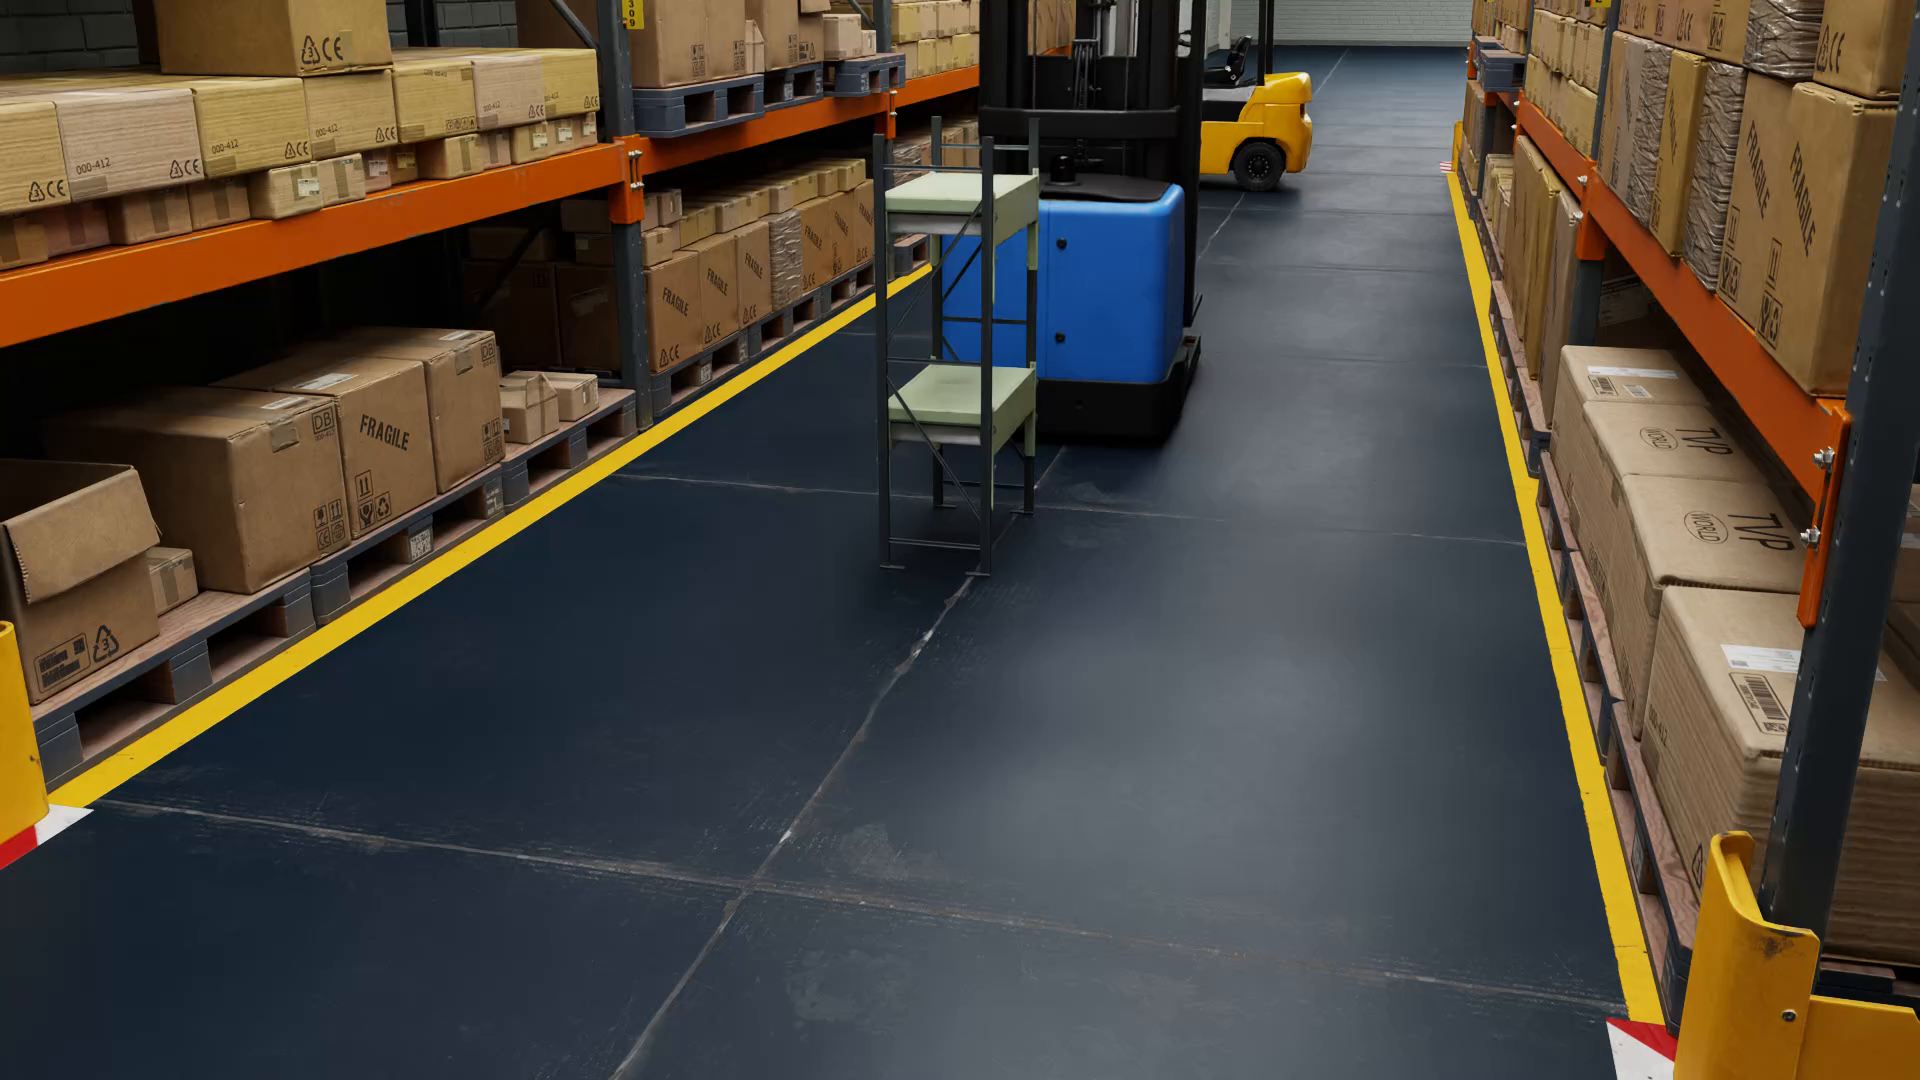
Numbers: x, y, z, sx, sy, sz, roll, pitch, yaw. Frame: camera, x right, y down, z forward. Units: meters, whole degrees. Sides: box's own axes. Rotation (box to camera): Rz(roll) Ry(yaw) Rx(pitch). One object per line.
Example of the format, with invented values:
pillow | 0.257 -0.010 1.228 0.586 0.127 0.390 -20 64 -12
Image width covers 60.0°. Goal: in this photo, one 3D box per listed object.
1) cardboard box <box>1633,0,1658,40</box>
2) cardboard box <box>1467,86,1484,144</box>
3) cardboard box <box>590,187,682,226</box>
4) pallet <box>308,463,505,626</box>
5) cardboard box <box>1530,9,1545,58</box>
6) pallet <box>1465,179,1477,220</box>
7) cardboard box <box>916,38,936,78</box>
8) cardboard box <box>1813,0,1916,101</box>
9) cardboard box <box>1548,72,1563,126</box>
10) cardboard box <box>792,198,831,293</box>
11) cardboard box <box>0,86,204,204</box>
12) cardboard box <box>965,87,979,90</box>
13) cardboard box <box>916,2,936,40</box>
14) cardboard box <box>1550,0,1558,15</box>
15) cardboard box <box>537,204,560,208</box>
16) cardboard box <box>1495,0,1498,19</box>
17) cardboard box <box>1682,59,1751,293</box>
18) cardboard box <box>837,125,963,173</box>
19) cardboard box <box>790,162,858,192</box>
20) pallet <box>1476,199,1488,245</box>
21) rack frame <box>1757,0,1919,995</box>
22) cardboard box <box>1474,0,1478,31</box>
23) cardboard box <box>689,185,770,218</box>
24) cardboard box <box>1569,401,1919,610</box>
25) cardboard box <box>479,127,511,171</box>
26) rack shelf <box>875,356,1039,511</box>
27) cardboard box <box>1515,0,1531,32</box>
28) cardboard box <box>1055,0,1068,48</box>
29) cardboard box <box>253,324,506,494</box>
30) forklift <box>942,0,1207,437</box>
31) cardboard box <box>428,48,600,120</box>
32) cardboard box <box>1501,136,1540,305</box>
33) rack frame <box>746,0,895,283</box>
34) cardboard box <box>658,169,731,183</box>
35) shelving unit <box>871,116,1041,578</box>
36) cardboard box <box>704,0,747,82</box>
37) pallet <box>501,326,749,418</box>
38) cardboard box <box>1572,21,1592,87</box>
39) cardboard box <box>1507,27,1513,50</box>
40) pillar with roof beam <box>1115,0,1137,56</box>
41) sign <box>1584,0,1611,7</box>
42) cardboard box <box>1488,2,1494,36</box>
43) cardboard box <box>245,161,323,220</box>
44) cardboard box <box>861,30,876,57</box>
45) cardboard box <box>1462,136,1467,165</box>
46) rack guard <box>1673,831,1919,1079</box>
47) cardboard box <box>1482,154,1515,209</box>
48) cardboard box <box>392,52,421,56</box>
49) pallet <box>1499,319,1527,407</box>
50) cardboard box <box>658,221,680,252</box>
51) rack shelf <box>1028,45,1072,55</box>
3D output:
cardboard box | 2.410 -1.808 5.138 0.500 0.500 0.500 4 19 13
cardboard box | 5.098 -4.030 15.788 0.500 0.500 0.500 5 19 14
cardboard box | -1.561 -1.606 8.003 0.380 0.149 0.250 4 19 11
pallet | -2.389 -0.048 6.001 1.003 0.211 1.213 5 19 13
cardboard box | 3.504 -2.855 9.365 0.500 0.250 0.500 5 19 13
pallet | 4.975 -2.976 14.575 1.003 0.211 1.213 5 19 13
cardboard box | -0.473 -3.426 11.809 0.500 0.250 0.500 4 19 12
cardboard box | 1.800 -1.012 2.808 0.500 0.500 0.500 5 20 15
cardboard box | 3.145 -2.143 8.054 0.500 0.250 0.500 5 19 13
cardboard box | -1.099 -1.766 9.934 0.500 0.500 0.500 6 20 16
cardboard box | -2.406 -1.061 4.425 0.500 0.250 0.500 5 19 14
cardboard box | 0.073 -4.174 15.824 0.500 0.250 0.500 4 19 13
cardboard box | -0.478 -3.662 11.727 0.500 0.250 0.500 5 20 15
cardboard box | 3.257 -2.897 8.327 0.500 0.500 0.500 5 20 15
cardboard box | -1.966 -1.669 8.647 0.380 0.149 0.250 4 19 11
cardboard box | 4.331 -4.188 12.544 0.500 0.500 0.500 5 19 14
cardboard box | 2.028 -0.859 3.907 0.500 0.500 0.500 5 20 15
cardboard box | -0.465 -2.906 13.078 0.875 0.625 0.625 4 19 11
cardboard box | -0.858 -2.280 10.435 0.380 0.149 0.250 4 19 11
pallet | 4.656 -2.519 13.236 1.003 0.211 1.213 5 19 13
rack frame | 1.910 -0.322 2.489 0.949 2.616 0.053 5 19 13
cardboard box | 5.314 -5.235 16.260 0.500 0.500 0.500 5 20 15
cardboard box | -1.282 -1.881 9.269 0.380 0.149 0.250 5 19 14
cardboard box | 2.415 -0.093 5.132 0.875 0.438 0.875 4 19 12
cardboard box | -1.930 -1.481 6.270 0.380 0.149 0.250 5 20 15
rack shelf | 0.002 -0.403 6.057 0.431 0.370 0.720 5 19 13
cardboard box | 3.709 -3.380 10.179 0.500 0.500 0.500 4 19 12
cardboard box | 0.770 -5.119 16.378 0.500 0.500 0.500 5 19 14
cardboard box | -2.160 -0.503 6.236 0.700 0.500 0.500 4 19 11
forklift | 0.685 -2.277 8.318 1.130 2.935 3.031 4 19 11
cardboard box | -1.812 -1.857 6.755 0.500 0.250 0.500 5 20 15
cardboard box | 3.618 -1.812 9.490 0.875 0.875 0.875 4 19 13
rack frame | -0.946 -3.220 10.974 1.000 3.000 0.127 5 19 13
cardboard box | -1.607 -2.160 10.086 0.380 0.149 0.250 4 19 11
shelving unit | 0.002 -0.712 5.951 0.431 1.500 0.755 5 19 13
cardboard box | -1.462 -2.508 8.086 0.700 0.500 0.500 5 19 14
pallet | -1.762 -0.904 8.509 1.003 0.211 1.213 5 19 13
cardboard box | 2.877 -2.055 7.023 0.500 0.250 0.500 5 20 15
cardboard box | 3.802 -3.281 10.891 0.380 0.149 0.250 4 19 11
pillar with roof beam | 7.070 -11.840 26.931 9.100 9.000 0.400 5 19 13
sign | 2.362 -2.125 6.101 0.100 0.325 0.005 5 19 13
cardboard box | 4.712 -4.430 13.901 0.500 0.500 0.500 4 19 12
cardboard box | -2.192 -1.075 5.082 0.380 0.149 0.250 4 19 12
cardboard box | -0.735 -3.063 10.255 0.380 0.149 0.250 5 19 14
cardboard box | 5.225 -3.844 16.404 0.500 0.250 0.500 5 20 15
rack guard | 1.907 0.869 2.870 1.175 0.500 0.348 5 19 13
cardboard box | 4.719 -2.873 13.375 0.950 0.372 0.625 5 19 14
cardboard box | -2.422 -1.744 6.425 0.500 0.250 0.500 4 19 13
pallet | 3.302 -0.887 8.458 1.003 0.211 1.213 5 19 13
cardboard box | -1.585 -1.473 8.074 0.380 0.149 0.250 4 19 12
rack shelf | 0.519 -4.760 16.596 1.077 0.370 4.000 5 19 13
